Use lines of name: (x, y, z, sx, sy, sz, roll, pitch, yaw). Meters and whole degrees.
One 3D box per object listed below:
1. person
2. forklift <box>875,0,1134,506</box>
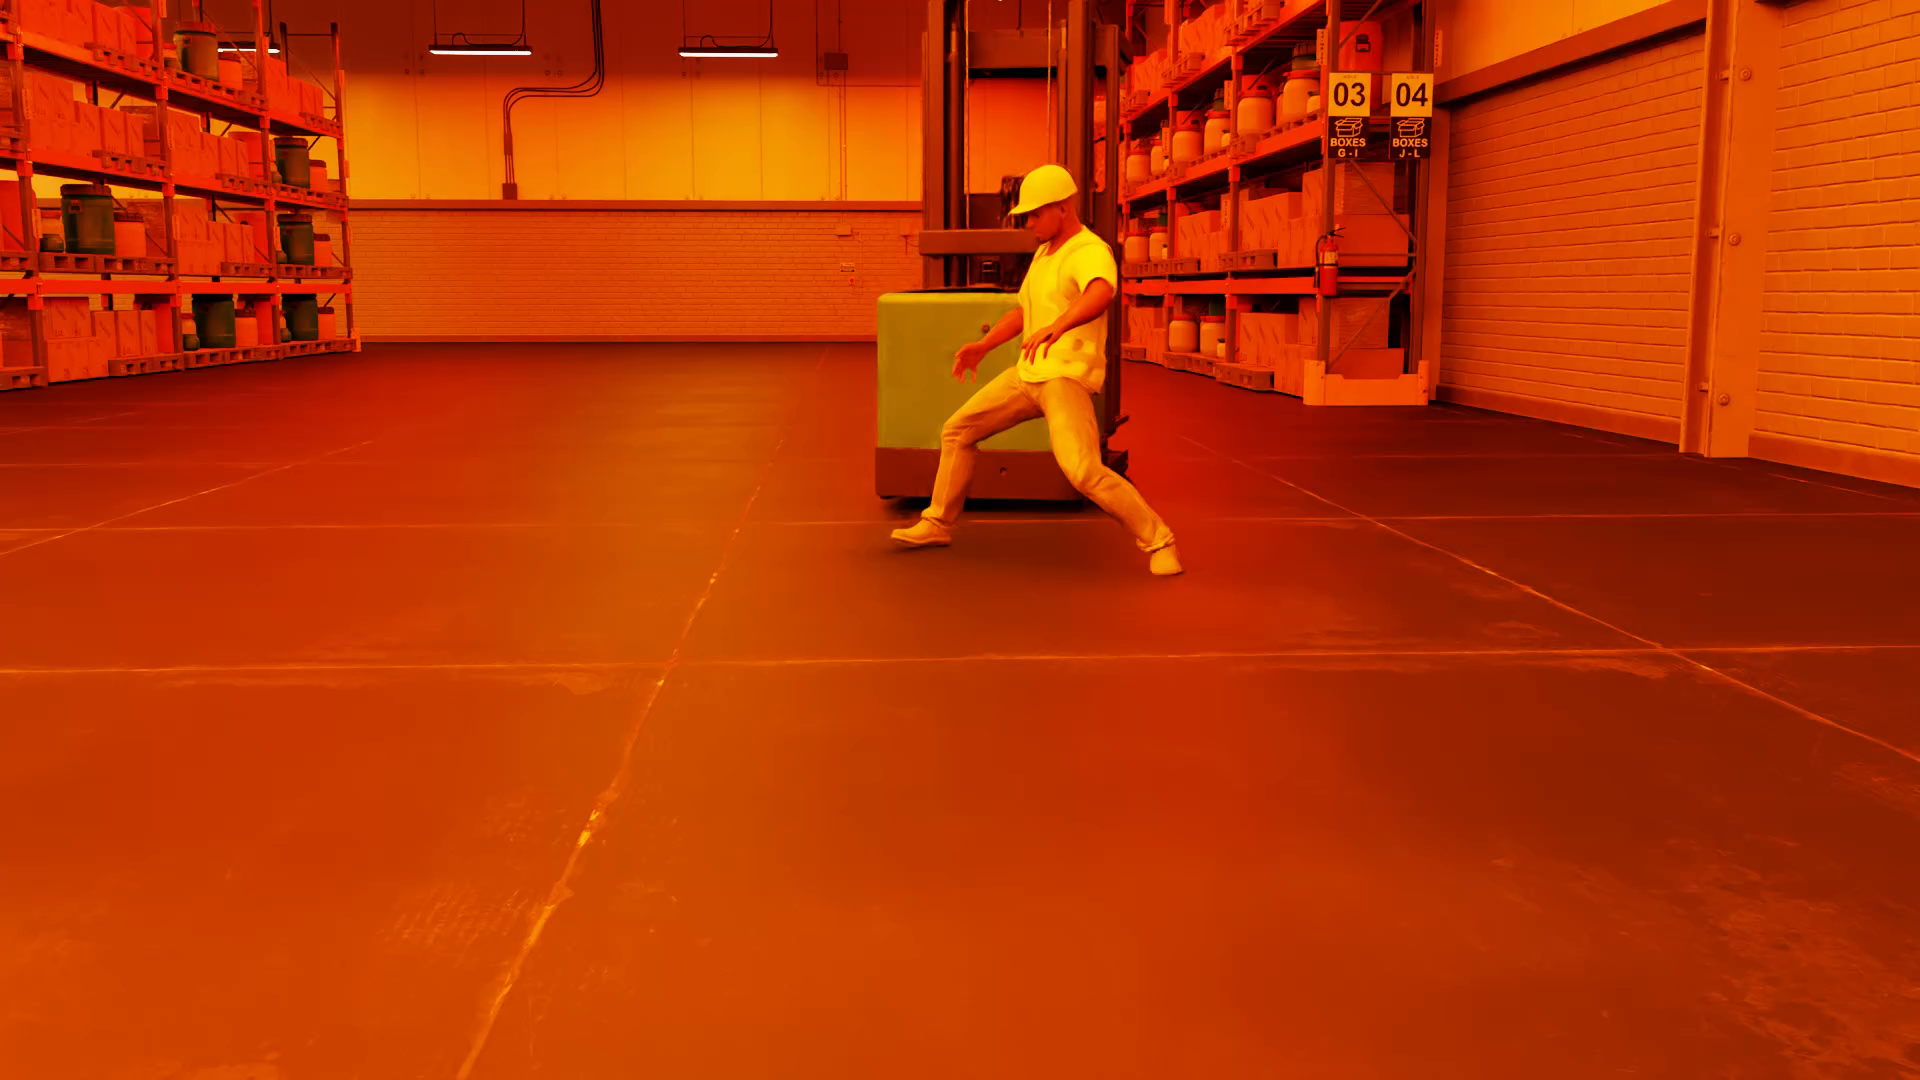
person: (0.308, -0.683, 6.651, 0.969, 1.604, 1.055, -3, 9, -21)
forklift: (0.384, -1.801, 9.460, 1.130, 2.935, 3.031, 2, 9, 12)
